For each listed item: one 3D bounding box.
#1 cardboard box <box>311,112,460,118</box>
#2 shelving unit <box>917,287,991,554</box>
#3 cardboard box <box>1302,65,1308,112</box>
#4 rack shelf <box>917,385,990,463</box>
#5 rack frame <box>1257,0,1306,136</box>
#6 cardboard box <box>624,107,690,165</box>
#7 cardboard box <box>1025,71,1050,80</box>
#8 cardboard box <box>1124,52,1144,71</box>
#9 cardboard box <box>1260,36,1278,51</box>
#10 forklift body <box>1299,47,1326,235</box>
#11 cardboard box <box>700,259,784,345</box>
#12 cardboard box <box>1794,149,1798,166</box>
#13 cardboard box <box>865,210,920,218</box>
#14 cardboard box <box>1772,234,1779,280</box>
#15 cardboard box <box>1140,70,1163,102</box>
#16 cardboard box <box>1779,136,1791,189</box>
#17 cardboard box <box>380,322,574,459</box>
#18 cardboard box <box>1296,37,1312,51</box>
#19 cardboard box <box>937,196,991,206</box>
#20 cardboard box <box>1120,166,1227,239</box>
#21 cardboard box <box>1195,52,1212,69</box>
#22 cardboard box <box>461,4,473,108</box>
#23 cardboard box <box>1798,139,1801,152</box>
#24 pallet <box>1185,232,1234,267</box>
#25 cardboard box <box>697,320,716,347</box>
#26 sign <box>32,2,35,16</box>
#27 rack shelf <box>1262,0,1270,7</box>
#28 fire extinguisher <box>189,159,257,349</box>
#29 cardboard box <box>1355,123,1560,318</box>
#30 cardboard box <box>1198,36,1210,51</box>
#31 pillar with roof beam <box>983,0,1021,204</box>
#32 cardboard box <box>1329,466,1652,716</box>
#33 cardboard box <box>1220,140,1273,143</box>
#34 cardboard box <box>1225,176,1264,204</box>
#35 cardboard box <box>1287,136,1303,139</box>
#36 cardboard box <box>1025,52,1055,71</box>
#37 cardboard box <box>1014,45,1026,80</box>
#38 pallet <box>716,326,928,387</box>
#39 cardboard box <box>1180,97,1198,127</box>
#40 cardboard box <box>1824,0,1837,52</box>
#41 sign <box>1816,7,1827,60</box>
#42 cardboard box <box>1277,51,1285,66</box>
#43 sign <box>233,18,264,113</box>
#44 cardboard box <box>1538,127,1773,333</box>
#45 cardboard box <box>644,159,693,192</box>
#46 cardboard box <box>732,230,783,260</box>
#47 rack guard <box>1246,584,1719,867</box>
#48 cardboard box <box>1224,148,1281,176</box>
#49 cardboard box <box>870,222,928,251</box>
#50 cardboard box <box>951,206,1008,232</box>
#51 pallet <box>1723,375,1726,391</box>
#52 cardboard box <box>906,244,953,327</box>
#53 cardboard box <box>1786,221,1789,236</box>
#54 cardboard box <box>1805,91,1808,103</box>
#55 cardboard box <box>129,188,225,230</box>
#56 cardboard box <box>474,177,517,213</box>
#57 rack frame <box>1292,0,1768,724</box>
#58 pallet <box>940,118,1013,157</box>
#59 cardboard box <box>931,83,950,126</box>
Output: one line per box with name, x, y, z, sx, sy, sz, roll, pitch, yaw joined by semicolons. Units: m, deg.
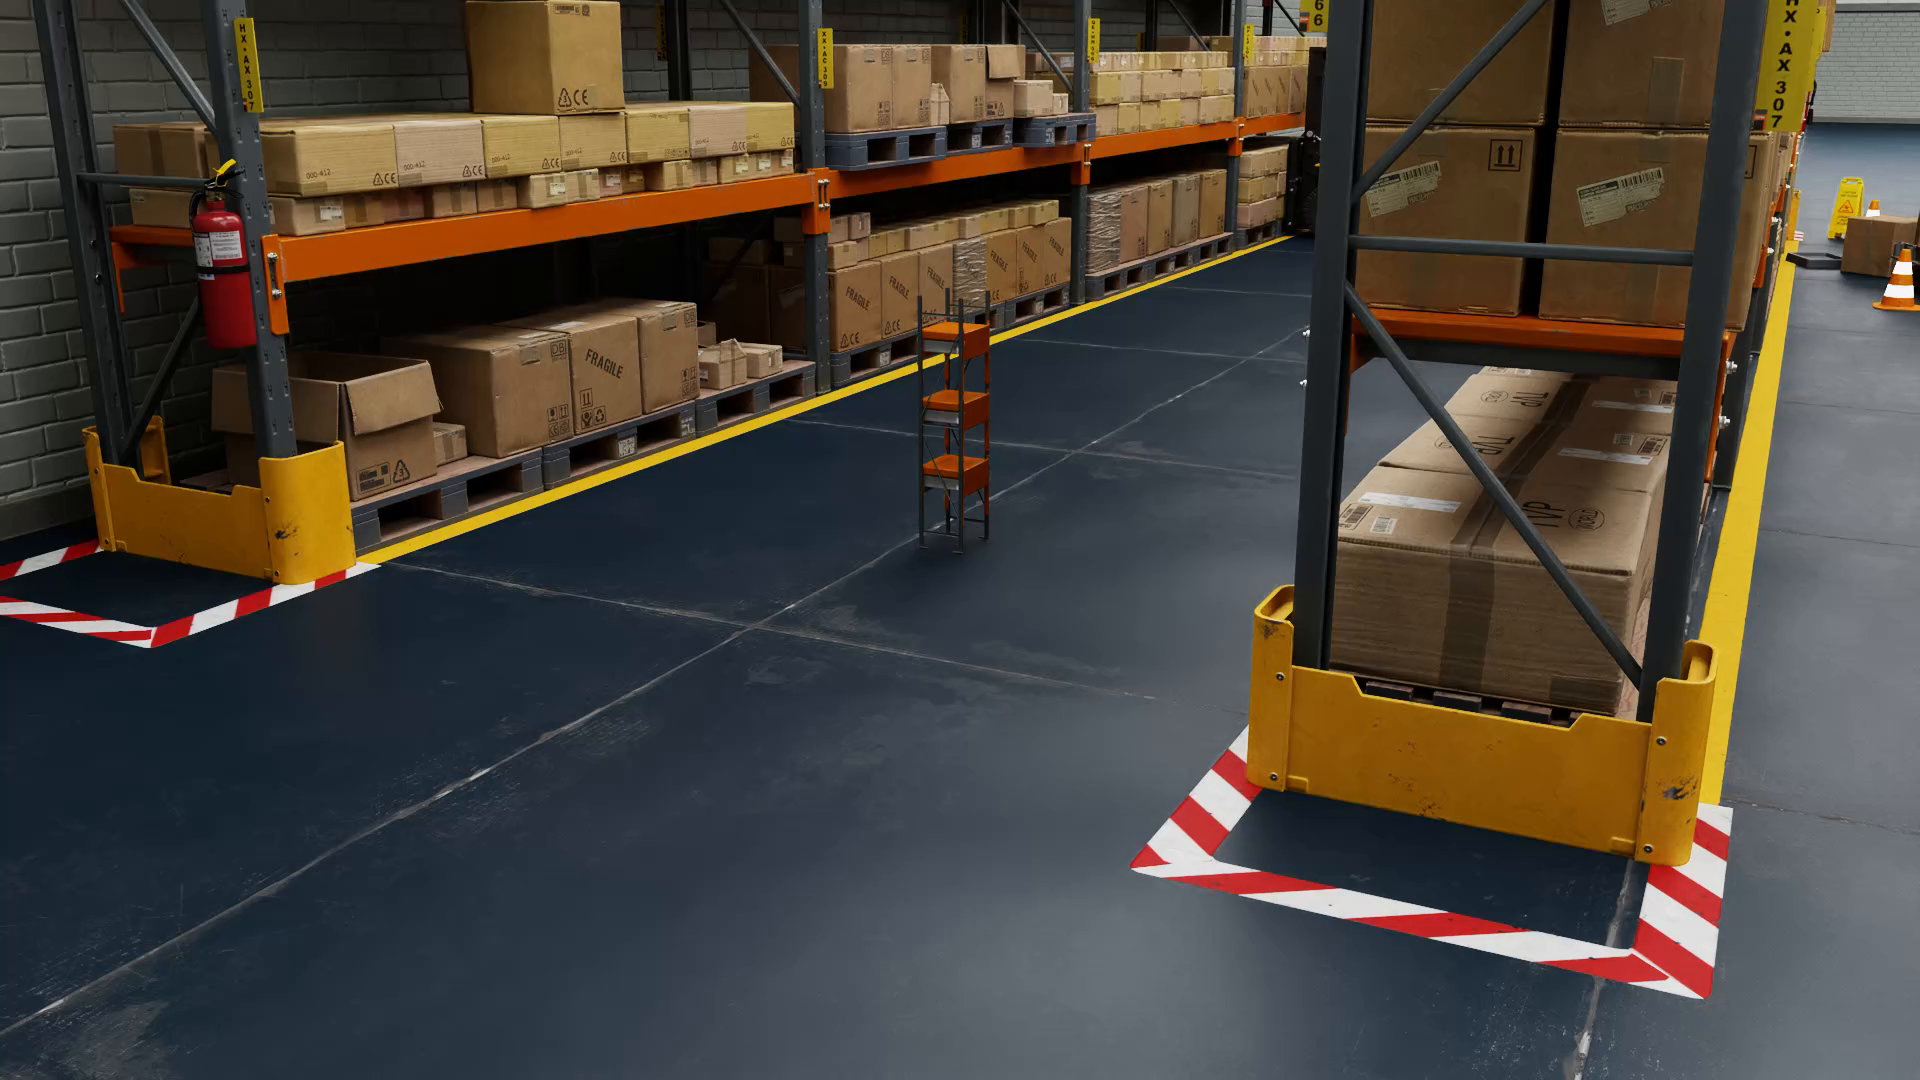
cardboard box;-2.614;-1.834;7.671;0.500;0.250;0.500;9;19;27
shelving unit;-0.024;-0.490;6.829;0.215;1.050;0.252;8;18;25
cardboard box;3.656;-5.058;18.611;0.500;0.500;0.500;8;18;24
rack shelf;-0.024;-0.479;6.832;0.215;0.259;0.240;8;18;25
rack frame;4.110;-5.431;20.040;1.000;3.000;0.127;8;18;25
cardboard box;-1.707;-2.029;8.329;0.500;0.250;0.500;8;18;25
cardboard box;0.487;-3.711;13.634;0.500;0.250;0.500;9;19;27
cardboard box;1.342;-4.068;14.139;0.380;0.149;0.250;8;18;26
cardboard box;3.079;-5.154;17.270;0.380;0.149;0.250;9;19;27
forklift body;4.895;-4.309;17.754;2.313;2.155;1.214;8;18;25
cardboard box;-1.297;-1.540;10.593;0.500;0.500;0.500;8;18;25
cardboard box;7.380;-3.475;15.091;0.380;0.149;0.250;8;18;26
cardboard box;-0.507;-2.278;11.938;0.380;0.149;0.250;8;18;26
cardboard box;5.905;-2.228;13.136;0.950;0.372;0.625;9;19;27
cardboard box;1.427;-3.901;14.276;0.500;0.250;0.500;8;18;24
cardboard box;4.096;-2.011;8.789;0.500;0.250;0.500;8;18;25
cardboard box;-2.265;-0.715;7.816;0.700;0.500;0.500;9;19;28
cardboard box;3.658;-5.476;18.357;0.380;0.149;0.250;8;19;26
cardboard box;0.023;-2.614;13.070;0.380;0.149;0.250;9;19;28
cardboard box;2.099;-3.341;16.436;0.875;0.625;0.625;9;19;28
cardboard box;2.114;-4.448;15.417;0.380;0.149;0.250;7;18;24
cardboard box;-2.156;-2.459;8.458;0.500;0.500;0.500;8;18;24
cardboard box;8.324;-4.015;16.908;0.380;0.149;0.250;9;19;27
pallet;2.028;-2.883;16.359;1.003;0.211;1.213;8;18;25
cardboard box;-1.759;-1.148;9.607;0.500;0.311;0.500;9;19;27
sign;-3.527;-2.138;6.364;0.100;0.325;0.005;8;18;25
rack shelf;3.216;-6.014;18.001;1.077;0.370;4.000;8;18;25
fire extinguisher;-2.692;-1.043;6.059;0.296;0.674;0.183;8;18;25
cardboard box;1.382;-0.929;4.709;0.500;0.500;0.500;8;18;26
cardboard box;2.344;-5.092;17.062;0.380;0.149;0.250;8;18;24
pillar with roof beam;4.163;-6.168;11.986;9.100;9.000;0.400;8;18;25
cardboard box;1.608;0.121;5.110;0.875;0.438;0.875;7;18;24
cardboard box;3.273;-4.441;19.044;0.500;0.250;0.500;8;18;25
cardboard box;2.815;-3.619;17.153;0.500;0.250;0.500;8;18;25
cardboard box;4.183;-4.636;19.701;0.500;0.250;0.500;9;19;27
cardboard box;0.687;-4.000;13.907;0.380;0.149;0.250;8;18;25
cardboard box;0.165;-3.531;12.731;0.500;0.500;0.500;9;19;28
pallet;-0.922;-1.249;10.860;1.003;0.211;1.213;8;18;25
cardboard box;1.862;-3.927;15.241;0.500;0.250;0.500;8;18;26
cardboard box;8.151;-5.041;16.275;0.700;0.500;0.500;8;18;25
sign;5.475;-3.248;10.657;0.100;0.325;0.005;8;18;25
cardboard box;3.201;-5.075;17.526;0.380;0.149;0.250;8;18;25
sign;-2.554;-1.701;5.963;0.100;0.325;0.005;8;18;25
cardboard box;1.874;-0.858;4.471;0.500;0.500;0.500;8;18;25
cardboard box;-1.591;-1.870;8.493;0.380;0.149;0.250;8;18;25
cardboard box;-1.233;-1.886;10.620;0.380;0.149;0.250;8;18;25
rack guard;1.392;0.480;4.531;1.175;0.500;0.348;8;18;25
cardboard box;3.057;-3.987;17.514;0.500;0.250;0.500;8;18;25
cardboard box;-0.439;-2.023;11.082;0.380;0.149;0.250;8;18;25
cardboard box;0.131;-2.353;12.190;0.380;0.149;0.250;9;19;27
pallet;4.011;-0.925;9.768;1.003;0.211;1.213;8;18;25
cardboard box;-0.379;-1.735;11.251;0.500;0.500;0.500;8;18;24
cardboard box;7.964;-3.178;16.549;0.500;0.250;0.500;7;18;23
cardboard box;8.328;-4.690;16.850;0.500;0.500;0.500;8;18;25
cardboard box;-3.132;-1.353;6.754;0.380;0.149;0.250;8;18;25
cardboard box;-2.207;-1.551;7.418;0.380;0.149;0.250;8;19;26
rack frame;1.403;-0.725;4.196;1.000;3.000;0.127;8;18;25
pallet;-0.330;-2.805;11.537;1.003;0.211;1.213;8;18;25
cardboard box;-0.288;-2.816;10.736;0.396;0.266;0.258;9;19;28
